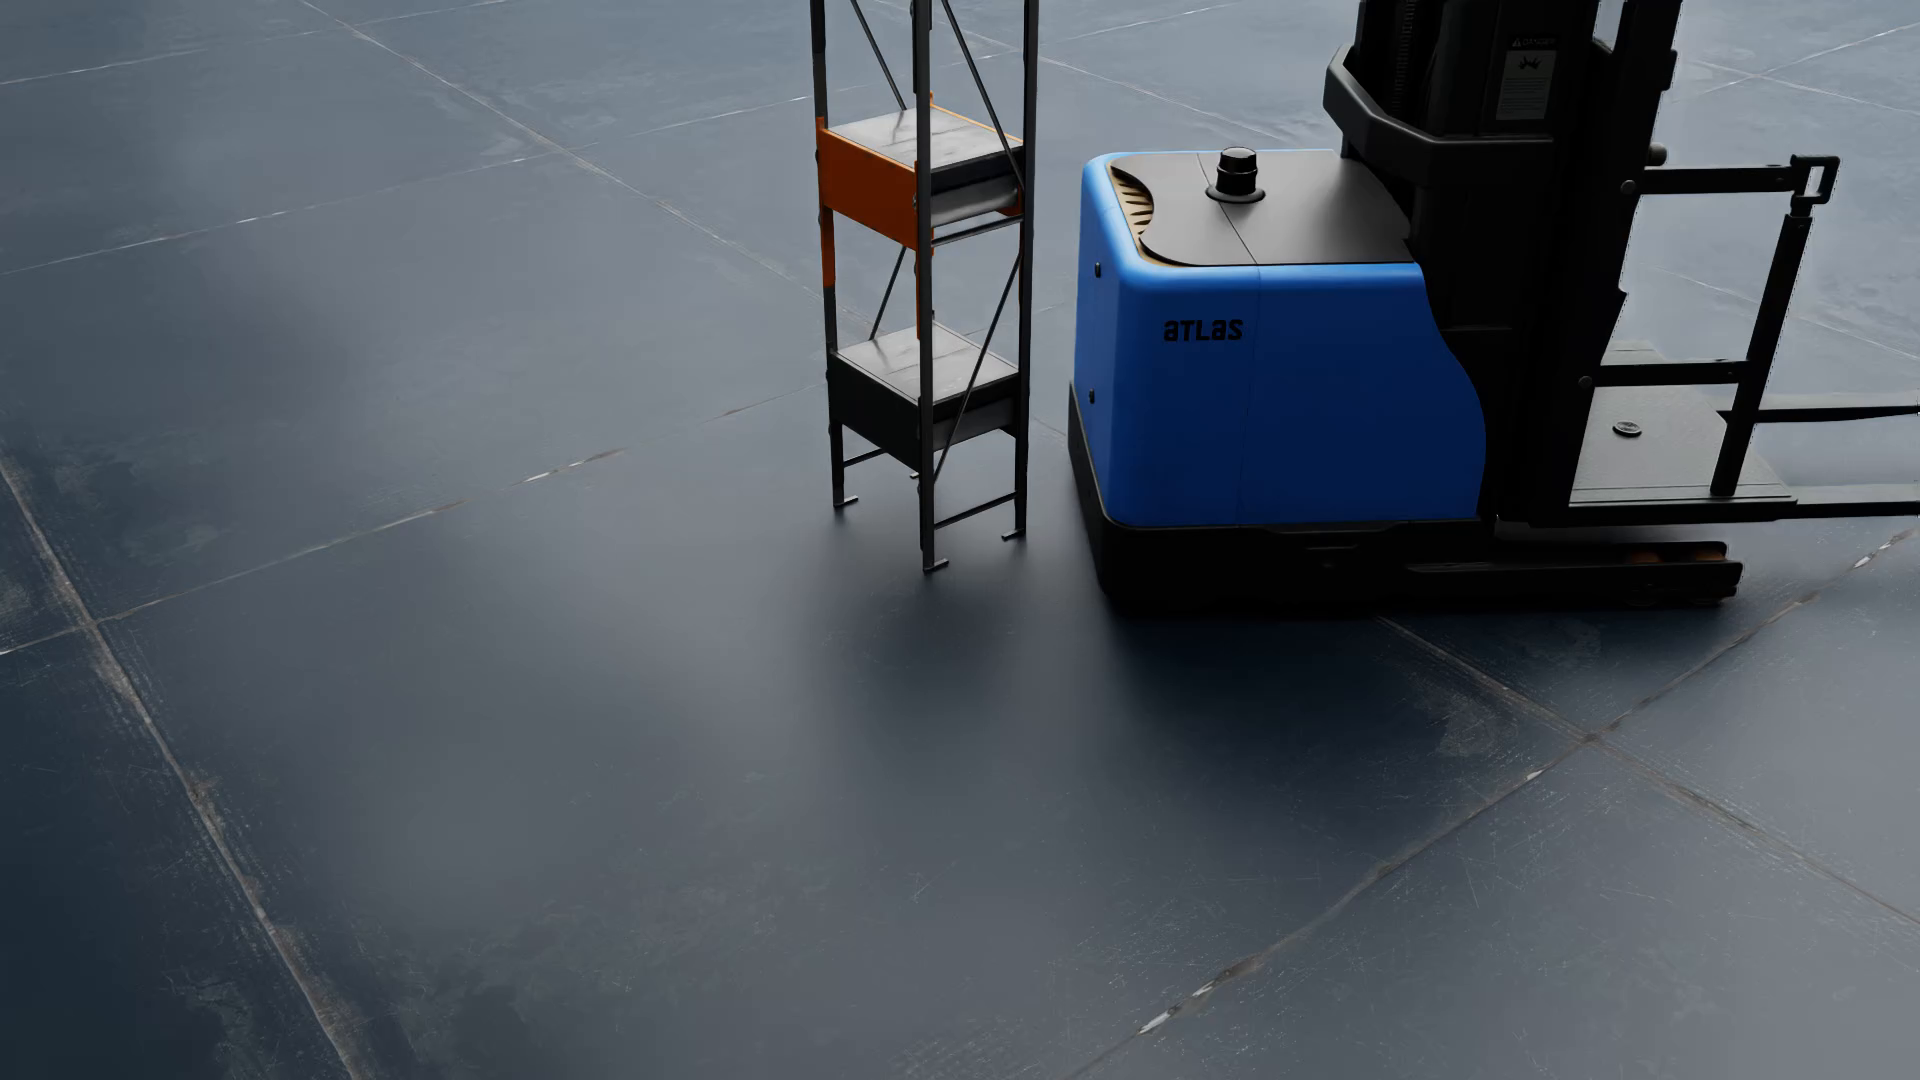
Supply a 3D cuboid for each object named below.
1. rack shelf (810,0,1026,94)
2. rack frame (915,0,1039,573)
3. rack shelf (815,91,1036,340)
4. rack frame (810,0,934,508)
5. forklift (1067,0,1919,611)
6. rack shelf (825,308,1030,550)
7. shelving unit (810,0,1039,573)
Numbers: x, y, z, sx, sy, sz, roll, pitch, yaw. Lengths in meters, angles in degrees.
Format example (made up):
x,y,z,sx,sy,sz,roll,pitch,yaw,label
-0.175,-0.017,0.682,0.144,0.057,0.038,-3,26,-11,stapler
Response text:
x,y,z,sx,sy,sz,roll,pitch,yaw,label
-0.101,-1.544,4.445,0.431,0.518,0.480,-22,38,-31,rack shelf
0.048,-0.859,4.643,0.400,2.100,0.015,-22,38,-31,rack frame
-0.101,-0.949,4.814,0.431,0.518,0.480,-22,38,-31,rack shelf
-0.251,-1.063,4.971,0.400,2.100,0.015,-22,38,-31,rack frame
1.900,-1.325,4.606,3.031,2.935,1.130,-2,32,-3,forklift
-0.101,-0.355,5.184,0.431,0.518,0.480,-22,38,-31,rack shelf
-0.101,-0.961,4.807,0.431,2.100,0.503,-22,38,-31,shelving unit
